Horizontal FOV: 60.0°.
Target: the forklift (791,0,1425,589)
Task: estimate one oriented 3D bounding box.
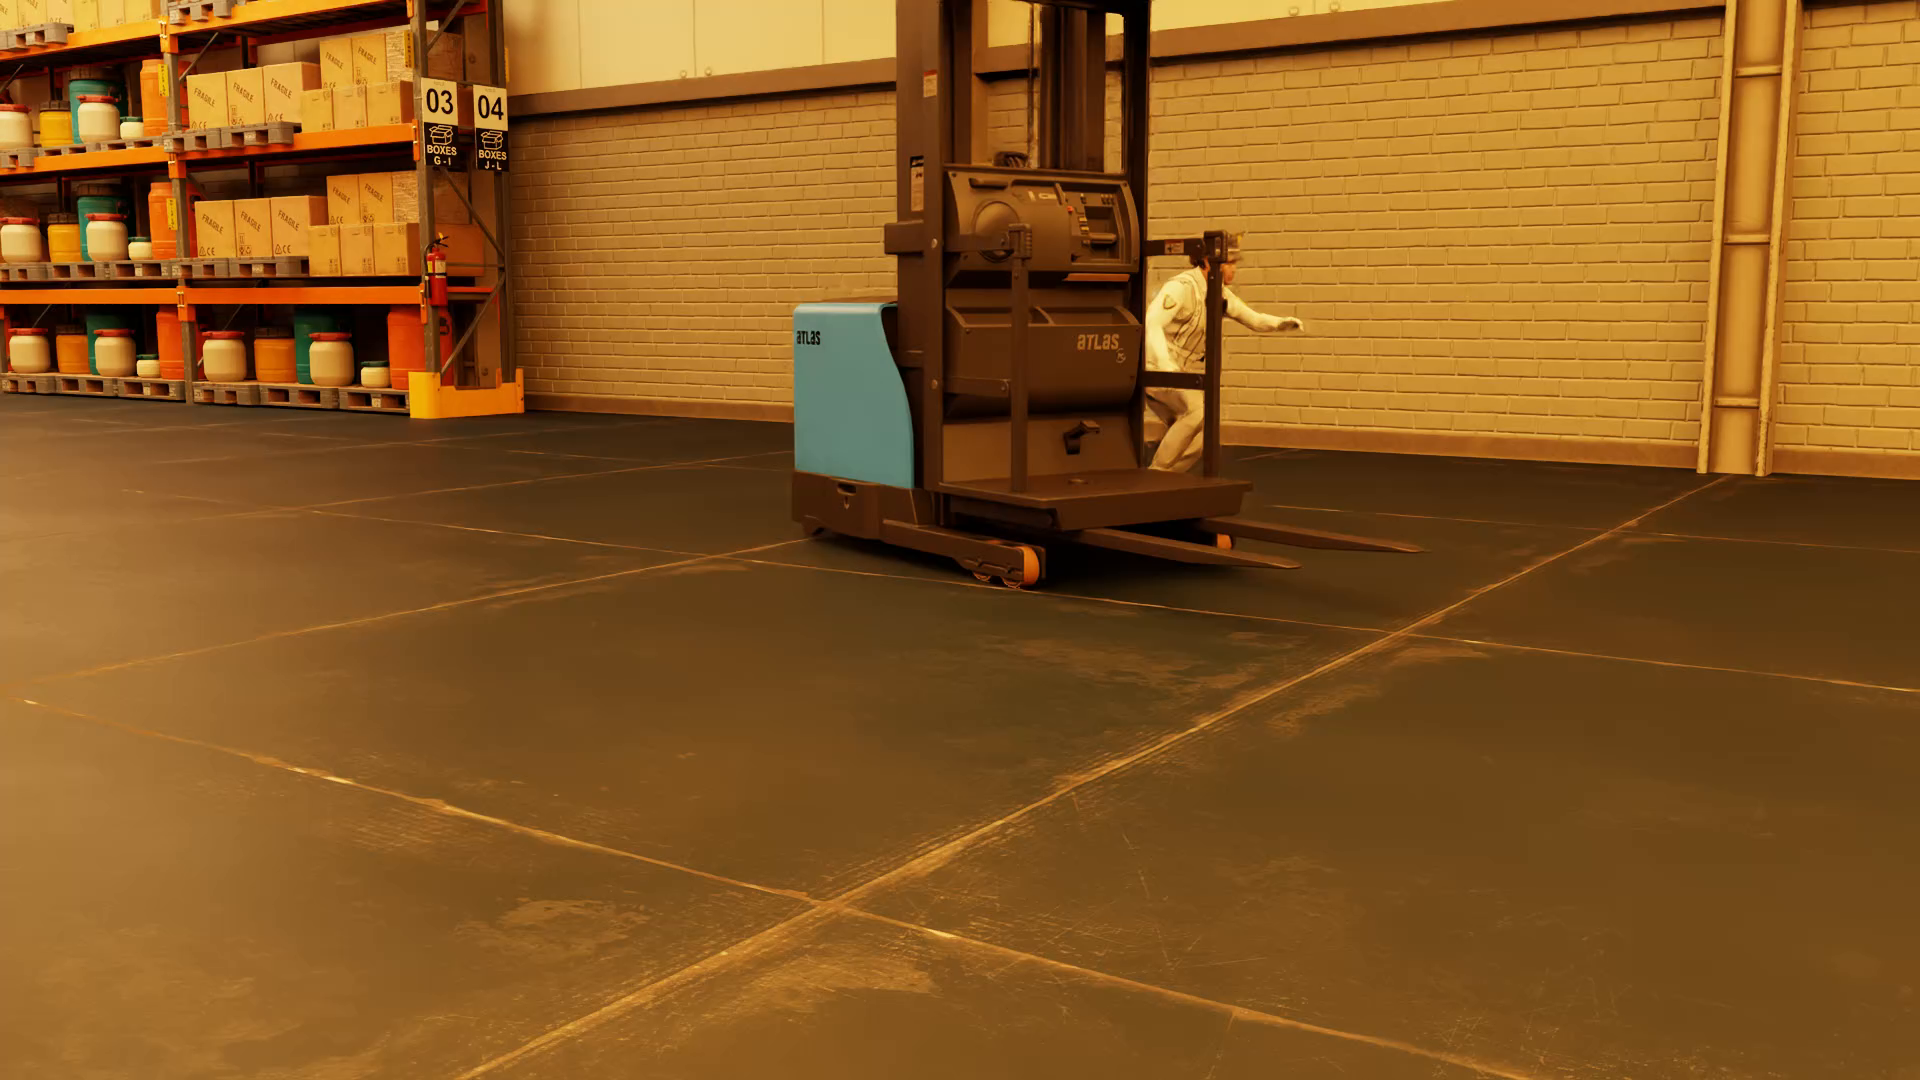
[{"bbox_3d":[0.475,-1.342,6.633,1.130,2.935,3.031,-6,10,-35],"label":"forklift"}]

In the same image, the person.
[{"bbox_3d":[1.168,-0.781,8.048,0.858,1.428,0.991,5,9,29],"label":"person"}]
